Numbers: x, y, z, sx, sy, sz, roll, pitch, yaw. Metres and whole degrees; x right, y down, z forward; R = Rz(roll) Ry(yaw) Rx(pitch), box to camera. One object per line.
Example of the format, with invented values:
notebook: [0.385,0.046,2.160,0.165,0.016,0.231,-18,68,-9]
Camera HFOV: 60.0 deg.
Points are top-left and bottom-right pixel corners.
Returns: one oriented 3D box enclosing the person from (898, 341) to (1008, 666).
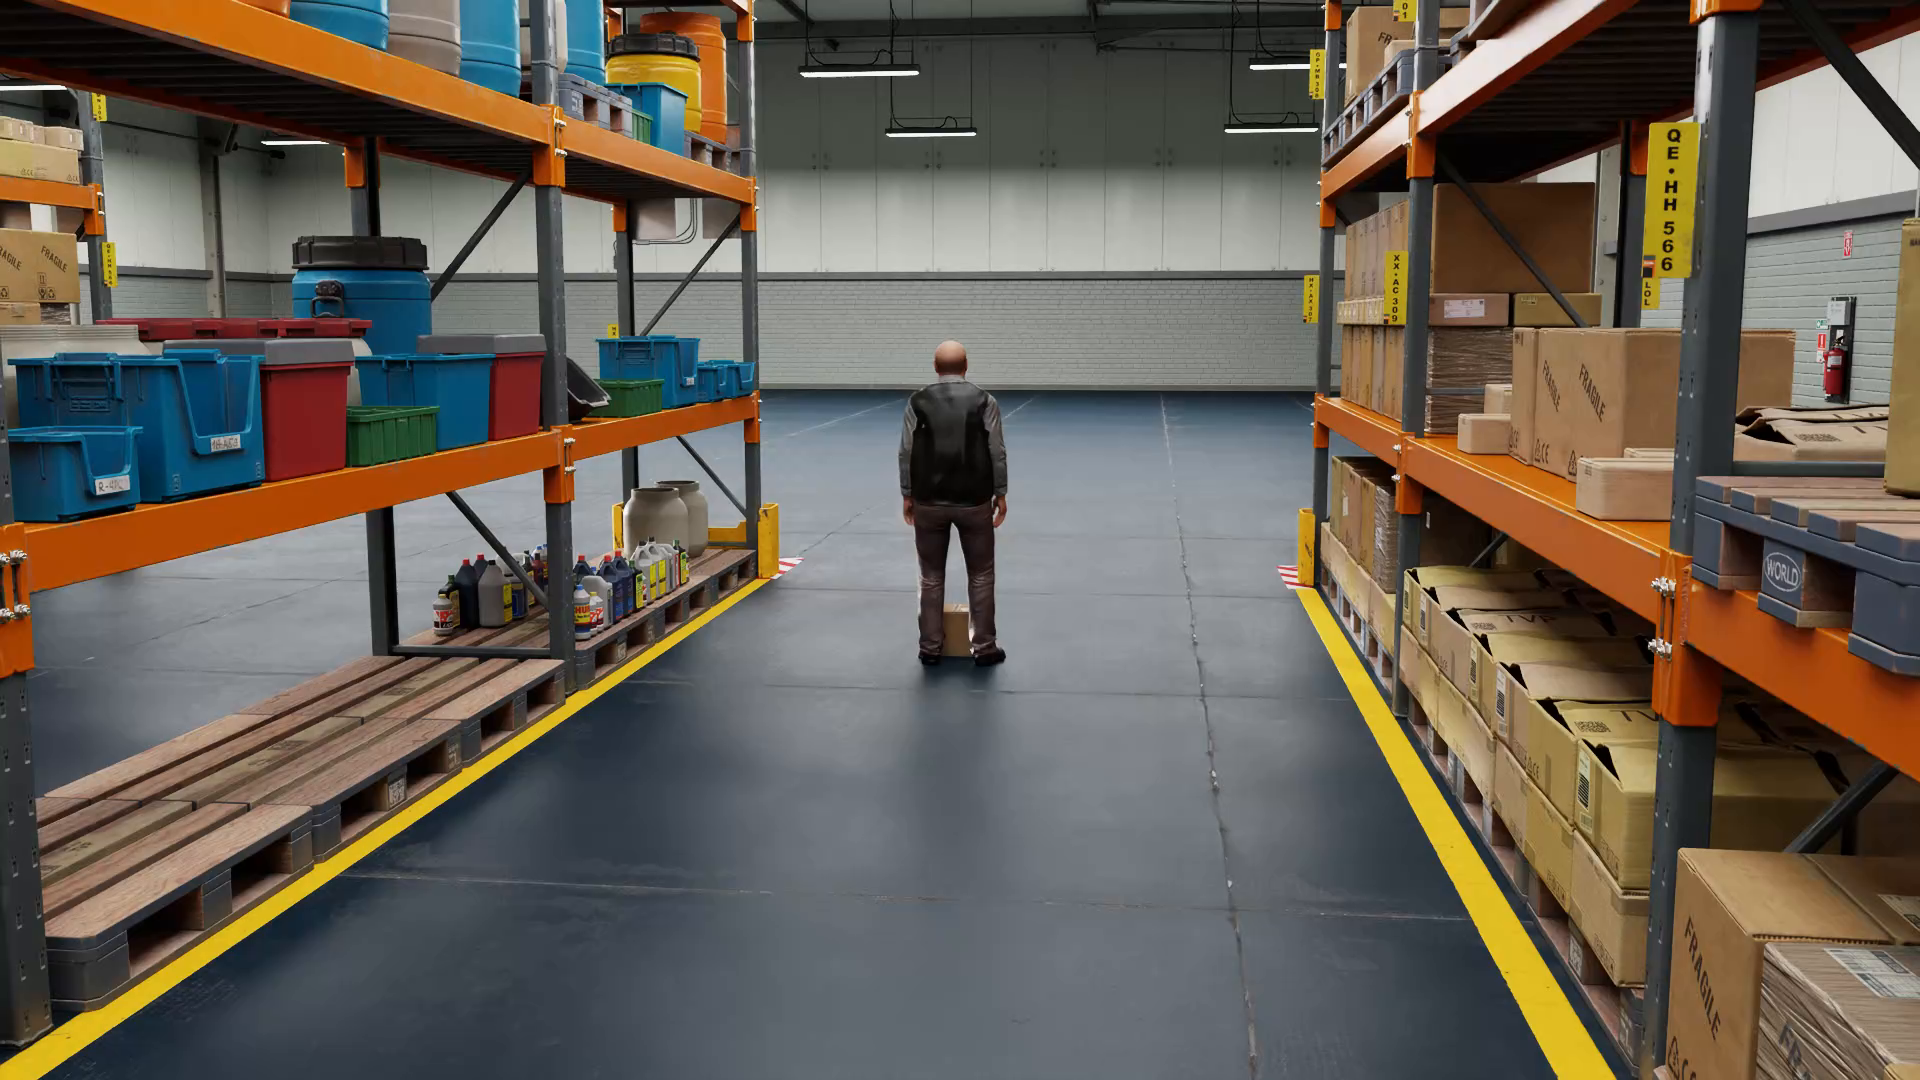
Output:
person: [-0.036,-0.192,8.839,0.579,1.720,0.420,1,8,5]
